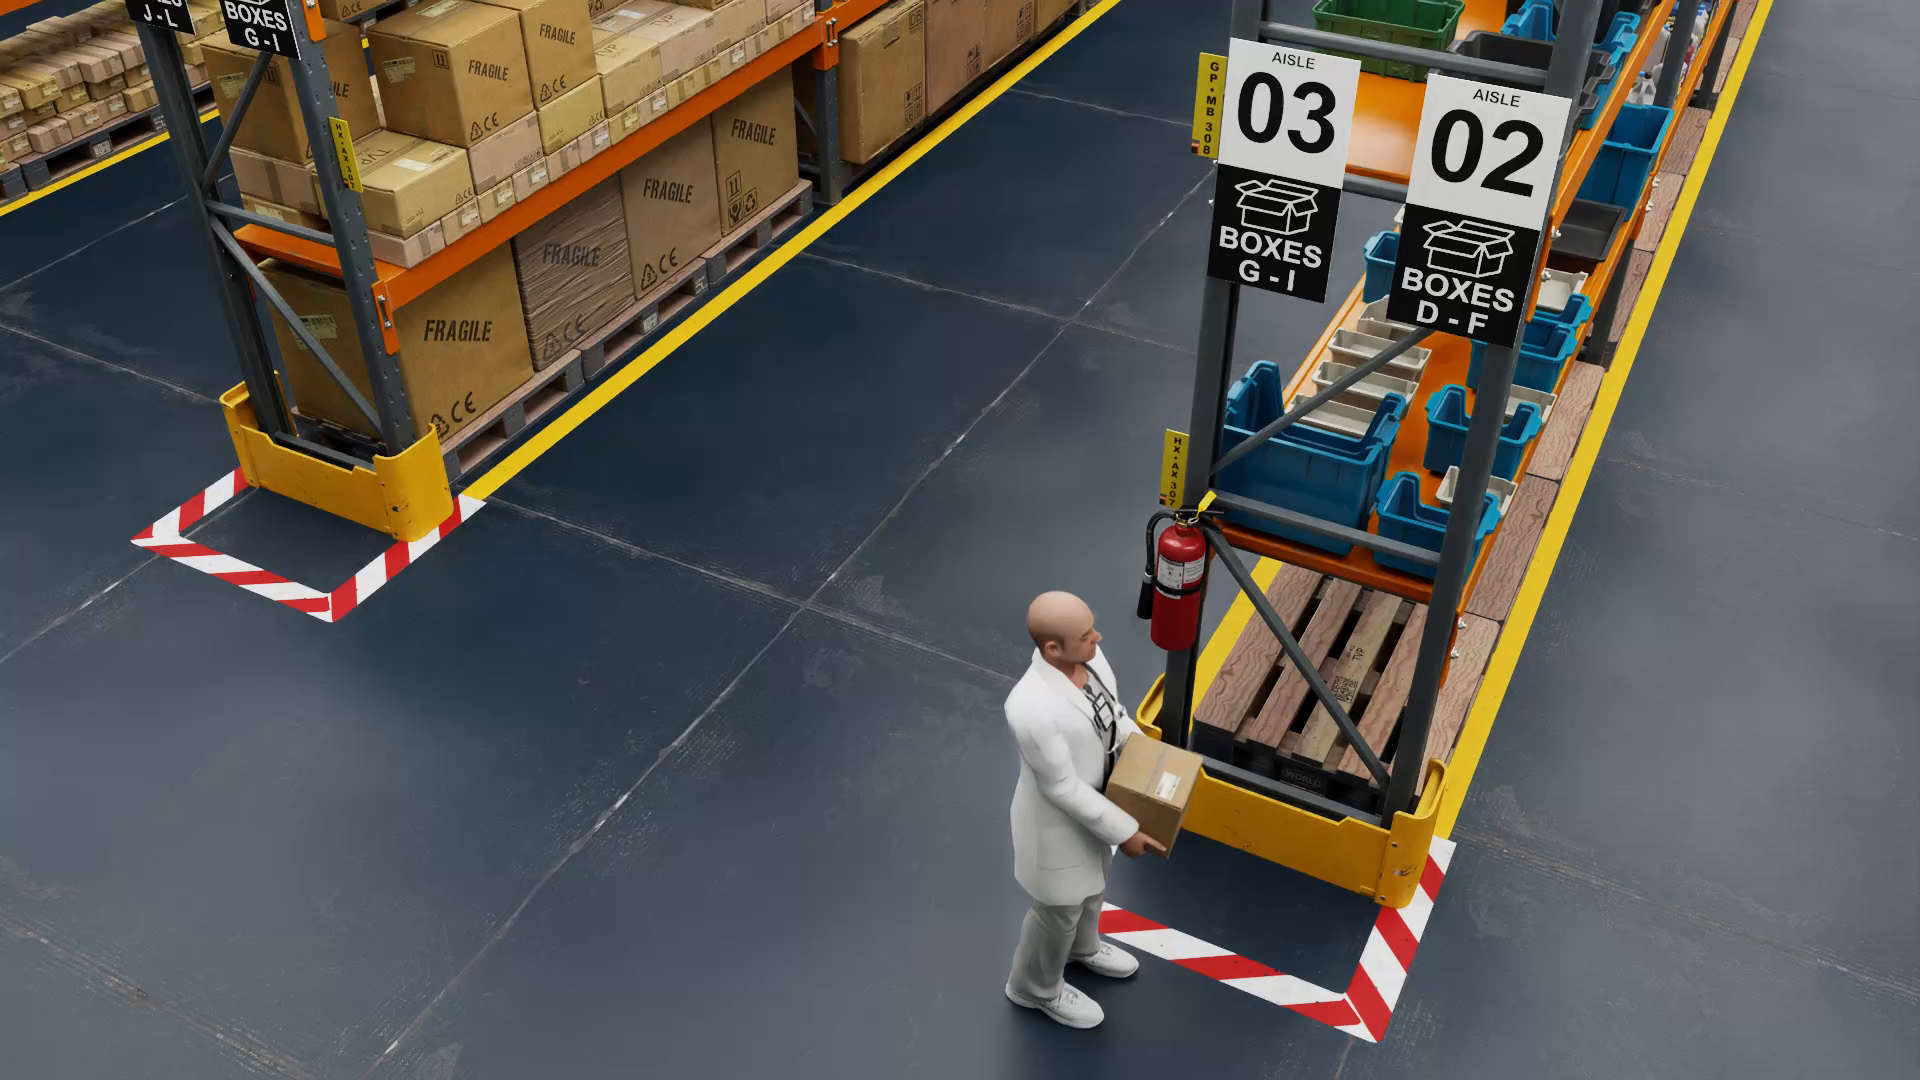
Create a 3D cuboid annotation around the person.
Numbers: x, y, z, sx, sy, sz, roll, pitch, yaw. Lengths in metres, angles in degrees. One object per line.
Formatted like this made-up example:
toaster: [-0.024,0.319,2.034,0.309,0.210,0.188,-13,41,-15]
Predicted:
person: [0.454,0.923,5.562,0.556,1.775,0.528,14,40,17]
